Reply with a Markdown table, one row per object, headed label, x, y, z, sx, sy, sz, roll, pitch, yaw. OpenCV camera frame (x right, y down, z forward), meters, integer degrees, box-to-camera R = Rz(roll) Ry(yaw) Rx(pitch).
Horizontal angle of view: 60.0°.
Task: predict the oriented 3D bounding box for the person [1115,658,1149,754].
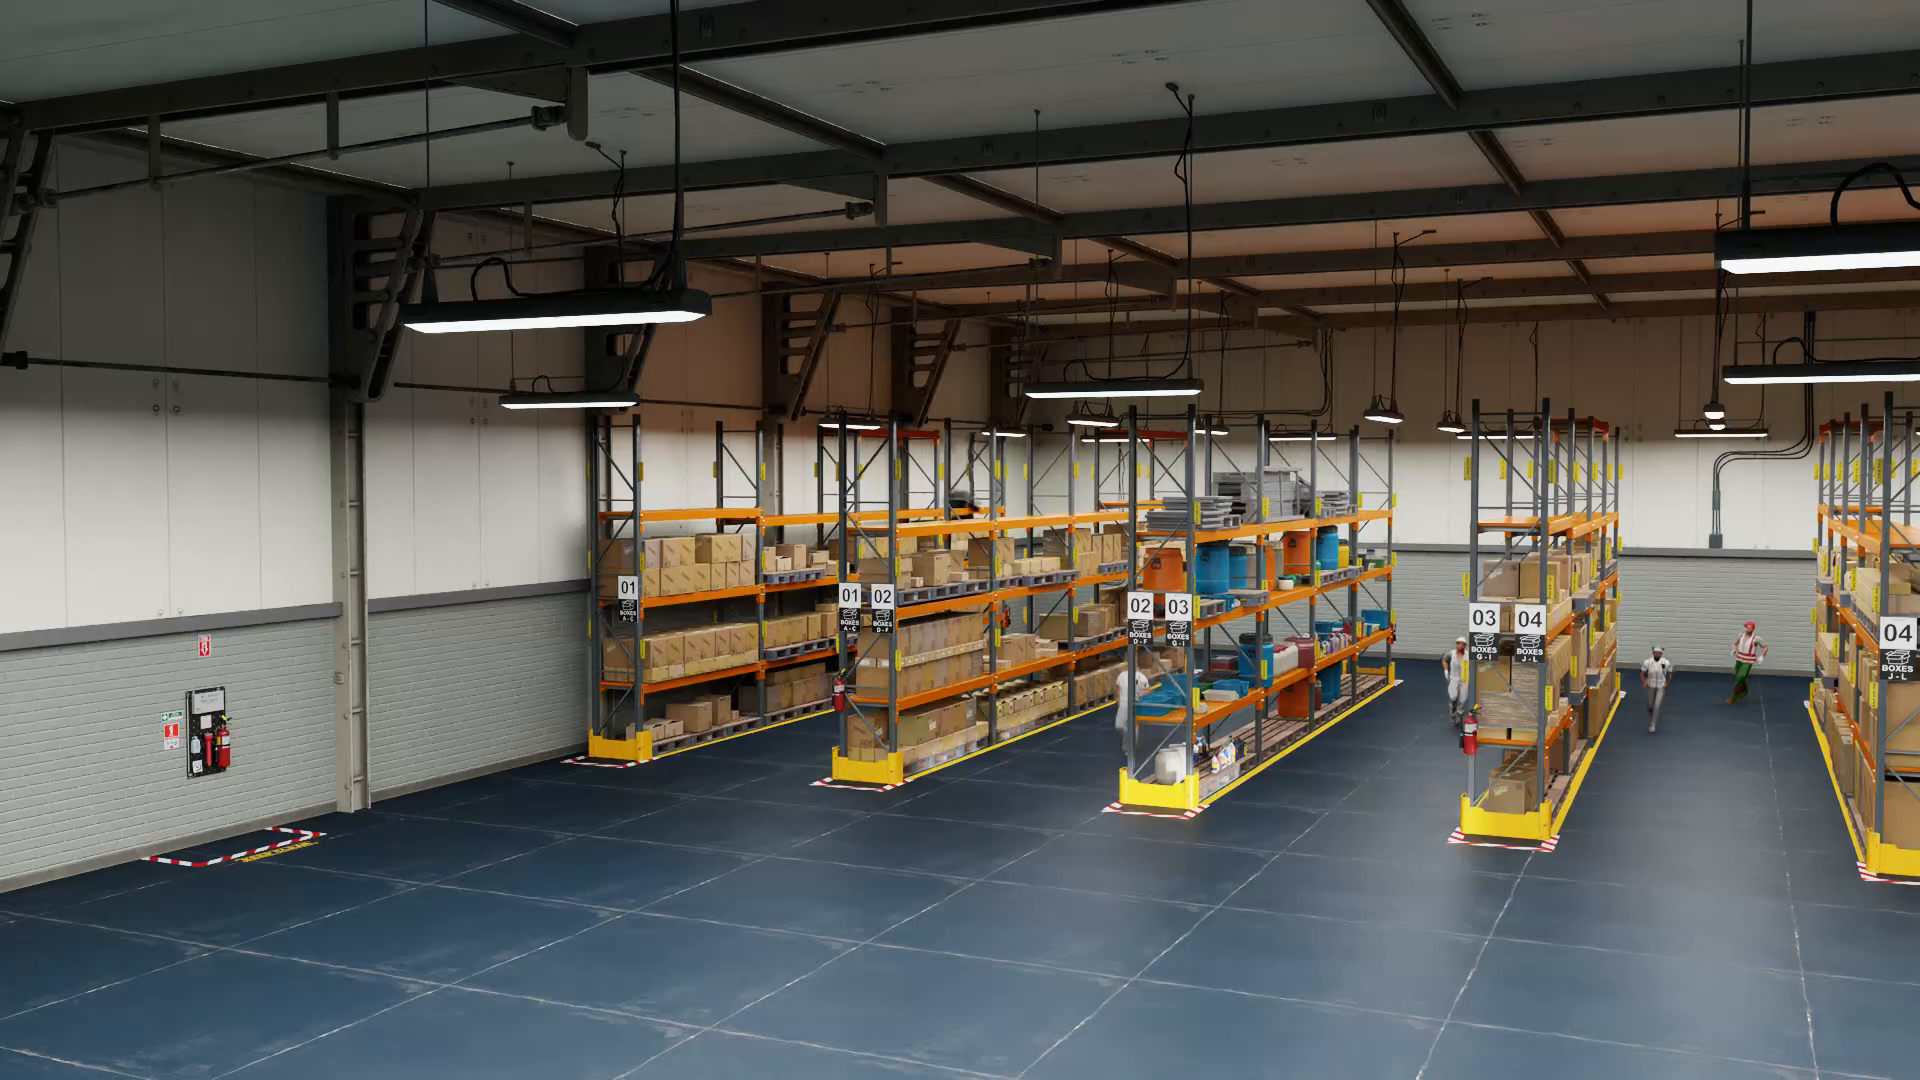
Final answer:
| label | x | y | z | sx | sy | sz | roll | pitch | yaw |
| --- | --- | --- | --- | --- | --- | --- | --- | --- | --- |
| person | 2.993 | 2.923 | 29.273 | 0.656 | 1.739 | 0.624 | 1 | 3 | 24 |

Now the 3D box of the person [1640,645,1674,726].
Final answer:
| label | x | y | z | sx | sy | sz | roll | pitch | yaw |
| --- | --- | --- | --- | --- | --- | --- | --- | --- | --- |
| person | 13.528 | 2.818 | 32.284 | 0.599 | 1.587 | 0.576 | 1 | 3 | 23 |

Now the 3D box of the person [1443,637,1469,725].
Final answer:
| label | x | y | z | sx | sy | sz | roll | pitch | yaw |
| --- | --- | --- | --- | --- | --- | --- | --- | --- | --- |
| person | 9.798 | 2.767 | 32.600 | 0.648 | 1.736 | 0.663 | 1 | 2 | 16 |

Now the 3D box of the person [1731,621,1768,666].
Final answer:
| label | x | y | z | sx | sy | sz | roll | pitch | yaw |
| --- | --- | --- | --- | --- | --- | --- | --- | --- | --- |
| person | 16.911 | 2.211 | 35.786 | 0.550 | 0.936 | 0.713 | -1 | 3 | -31 |
